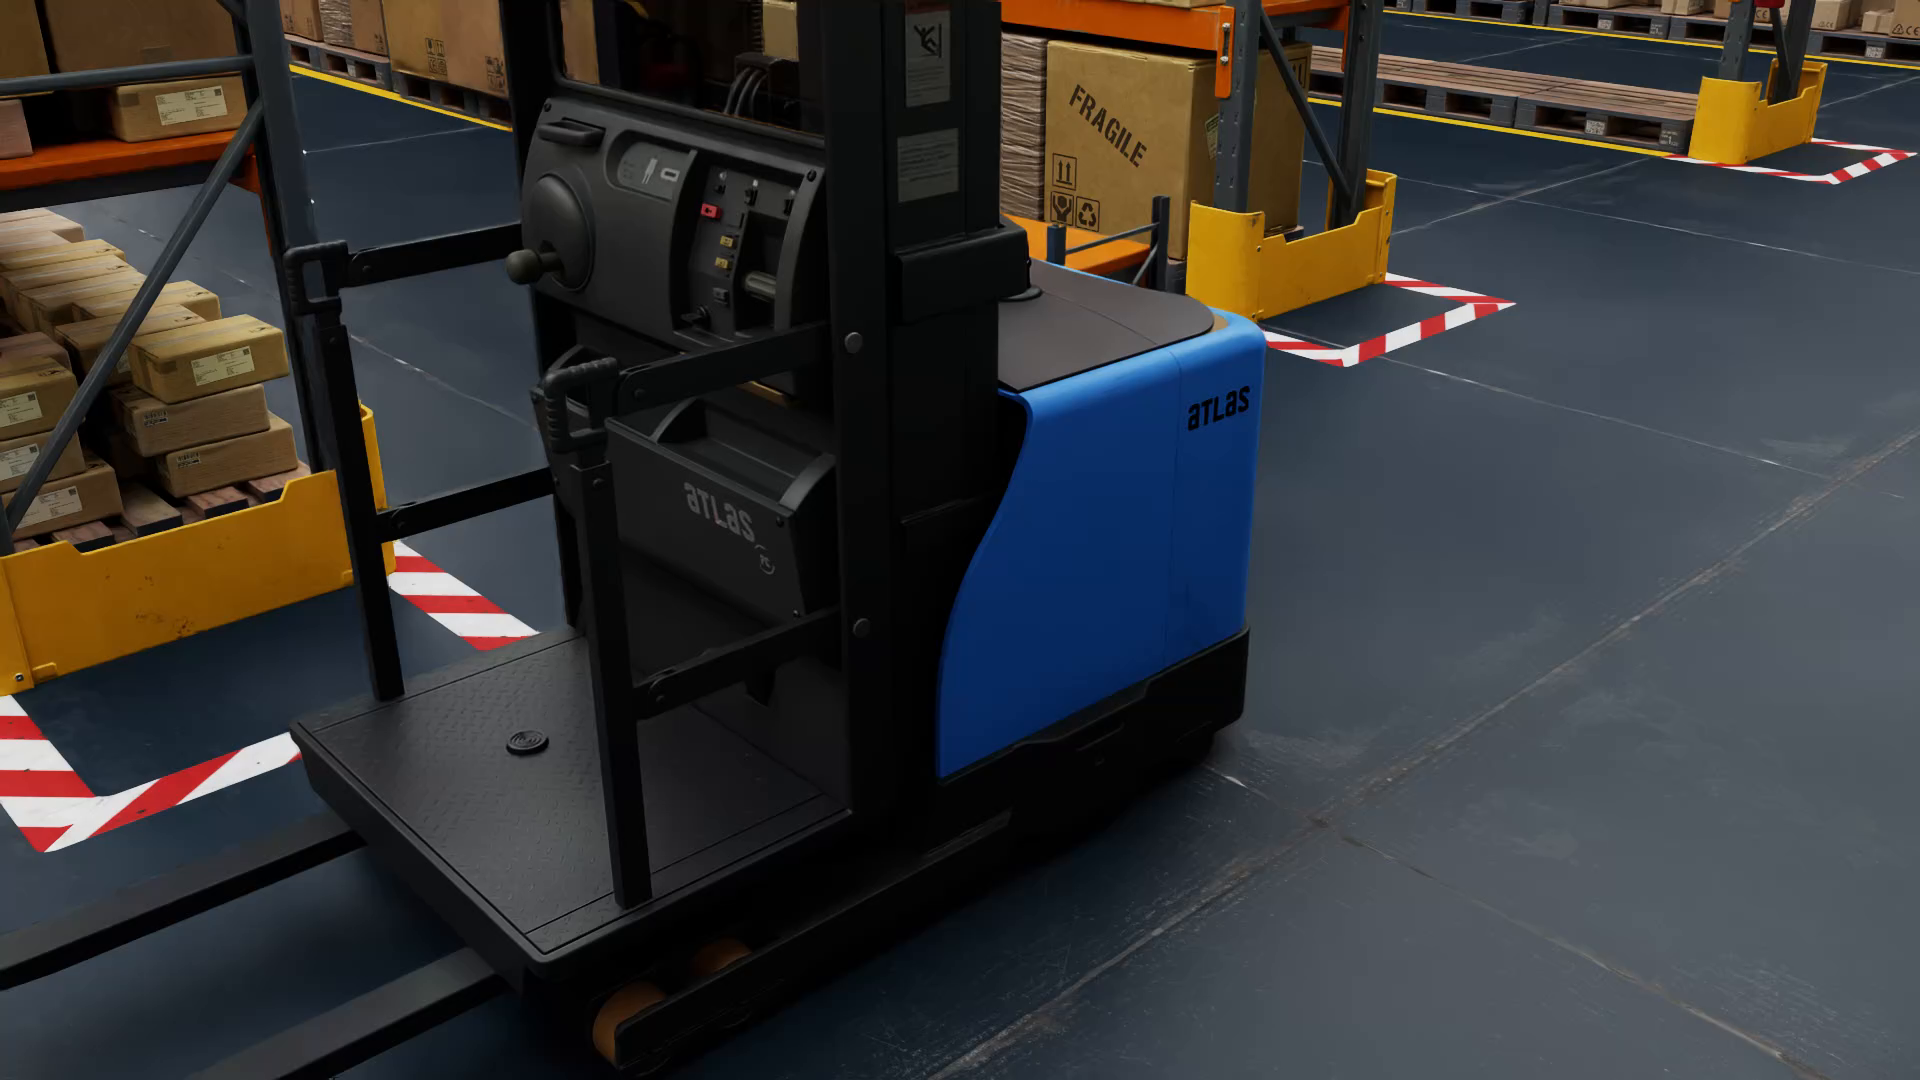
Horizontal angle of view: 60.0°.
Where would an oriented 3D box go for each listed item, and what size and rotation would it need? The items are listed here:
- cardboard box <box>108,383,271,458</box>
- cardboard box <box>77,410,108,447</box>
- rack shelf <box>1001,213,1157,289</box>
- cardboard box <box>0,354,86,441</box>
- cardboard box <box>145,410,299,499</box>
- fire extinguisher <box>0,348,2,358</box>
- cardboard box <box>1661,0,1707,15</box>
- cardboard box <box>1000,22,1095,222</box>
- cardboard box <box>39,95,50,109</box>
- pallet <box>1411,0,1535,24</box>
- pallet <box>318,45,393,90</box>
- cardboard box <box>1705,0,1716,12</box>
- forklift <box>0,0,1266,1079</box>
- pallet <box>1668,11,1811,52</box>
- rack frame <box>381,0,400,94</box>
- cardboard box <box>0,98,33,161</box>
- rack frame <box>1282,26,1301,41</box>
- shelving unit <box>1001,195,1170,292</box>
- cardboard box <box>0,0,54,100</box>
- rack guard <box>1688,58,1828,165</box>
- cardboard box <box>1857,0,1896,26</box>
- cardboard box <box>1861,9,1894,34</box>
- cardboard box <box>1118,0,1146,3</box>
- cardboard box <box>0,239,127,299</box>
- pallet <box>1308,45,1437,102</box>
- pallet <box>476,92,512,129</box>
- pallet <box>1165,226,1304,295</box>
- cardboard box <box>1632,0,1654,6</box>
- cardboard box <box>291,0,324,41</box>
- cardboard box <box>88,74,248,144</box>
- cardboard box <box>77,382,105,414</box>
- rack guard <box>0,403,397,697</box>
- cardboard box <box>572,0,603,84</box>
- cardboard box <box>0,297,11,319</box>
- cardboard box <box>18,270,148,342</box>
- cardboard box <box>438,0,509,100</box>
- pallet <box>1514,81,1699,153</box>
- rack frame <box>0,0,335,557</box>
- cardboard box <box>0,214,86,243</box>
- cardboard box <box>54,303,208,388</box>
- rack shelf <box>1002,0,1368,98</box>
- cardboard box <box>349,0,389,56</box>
[{"bbox_3d":[-2.348,-0.396,5.074,0.380,0.149,0.250,-20,31,-36],"label":"cardboard box"},{"bbox_3d":[-2.716,-0.408,5.459,0.380,0.149,0.250,-21,32,-38],"label":"cardboard box"},{"bbox_3d":[0.035,-0.787,4.914,1.000,0.278,0.538,21,32,38],"label":"rack shelf"},{"bbox_3d":[-2.725,-0.388,4.699,0.380,0.149,0.250,-21,32,-38],"label":"cardboard box"},{"bbox_3d":[-2.302,-0.278,5.175,0.380,0.149,0.250,-20,32,-37],"label":"cardboard box"},{"bbox_3d":[-2.342,-0.723,3.763,0.296,0.674,0.183,-21,32,-38],"label":"fire extinguisher"},{"bbox_3d":[6.739,-4.996,15.470,0.380,0.166,0.250,-21,32,-38],"label":"cardboard box"},{"bbox_3d":[0.394,-2.183,8.474,0.875,0.875,0.875,-21,32,-38],"label":"cardboard box"},{"bbox_3d":[-2.509,-1.374,4.950,0.380,0.149,0.250,-22,33,-40],"label":"cardboard box"},{"bbox_3d":[5.428,-5.499,17.050,1.003,0.211,1.213,-21,32,-38],"label":"pallet"},{"bbox_3d":[-4.489,-3.903,13.552,1.003,0.211,1.213,-21,32,-38],"label":"pallet"},{"bbox_3d":[7.121,-5.190,15.721,0.500,0.311,0.500,-21,32,-38],"label":"cardboard box"},{"bbox_3d":[-0.720,-0.588,3.007,3.031,2.935,1.130,-21,32,-38],"label":"forklift"},{"bbox_3d":[7.318,-4.685,15.266,1.003,0.211,1.213,-21,32,-38],"label":"pallet"},{"bbox_3d":[-3.956,-4.935,12.454,1.000,3.000,0.127,-21,32,-38],"label":"rack frame"},{"bbox_3d":[-2.607,-1.039,4.216,0.380,0.149,0.250,-21,32,-38],"label":"cardboard box"},{"bbox_3d":[2.393,-5.128,12.877,1.000,3.000,0.127,-21,32,-38],"label":"rack frame"},{"bbox_3d":[0.035,-0.520,5.036,1.048,1.125,0.538,21,32,38],"label":"shelving unit"},{"bbox_3d":[-2.673,-1.379,4.179,0.500,0.500,0.500,-20,32,-37],"label":"cardboard box"},{"bbox_3d":[5.153,-2.775,10.732,1.175,0.500,0.348,-21,32,-38],"label":"rack guard"},{"bbox_3d":[8.239,-4.666,14.647,0.500,0.250,0.500,-21,32,-38],"label":"cardboard box"},{"bbox_3d":[7.983,-4.475,14.328,0.380,0.166,0.250,-21,32,-38],"label":"cardboard box"},{"bbox_3d":[0.849,-2.490,7.396,0.380,0.149,0.250,-21,32,-38],"label":"cardboard box"},{"bbox_3d":[-3.202,-0.948,5.925,0.380,0.149,0.250,-21,32,-38],"label":"cardboard box"},{"bbox_3d":[2.924,-3.648,12.992,1.003,0.211,1.213,-21,32,-38],"label":"pallet"},{"bbox_3d":[-2.643,-3.037,11.652,1.003,0.211,1.213,-21,32,-38],"label":"pallet"},{"bbox_3d":[0.908,-1.463,8.202,1.003,0.211,1.213,-21,32,-38],"label":"pallet"},{"bbox_3d":[6.608,-5.503,16.180,0.500,0.500,0.500,-21,32,-38],"label":"cardboard box"},{"bbox_3d":[-5.210,-4.529,14.046,0.700,0.500,0.500,-18,30,-34],"label":"cardboard box"},{"bbox_3d":[-2.160,-1.212,4.595,0.380,0.149,0.250,-22,32,-39],"label":"cardboard box"},{"bbox_3d":[-2.726,-0.544,5.398,0.380,0.149,0.250,-21,32,-38],"label":"cardboard box"},{"bbox_3d":[-2.230,-0.021,4.693,1.175,0.500,0.348,-21,32,-38],"label":"rack guard"},{"bbox_3d":[-1.674,-3.136,10.564,1.225,0.875,0.875,-21,32,-38],"label":"cardboard box"},{"bbox_3d":[-3.289,-0.776,5.908,0.380,0.149,0.250,-19,31,-36],"label":"cardboard box"},{"bbox_3d":[-2.873,-0.768,5.532,0.250,0.149,0.380,22,32,39],"label":"cardboard box"},{"bbox_3d":[-2.896,-3.672,11.739,1.225,0.875,0.875,-21,32,-38],"label":"cardboard box"},{"bbox_3d":[4.592,-2.909,11.371,1.003,0.211,1.213,-21,32,-38],"label":"pallet"},{"bbox_3d":[-2.178,-1.135,4.123,1.000,3.000,0.127,-21,32,-38],"label":"rack frame"},{"bbox_3d":[-3.533,-1.103,6.266,0.250,0.149,0.380,22,33,40],"label":"cardboard box"},{"bbox_3d":[-2.564,-0.604,5.172,0.380,0.149,0.250,-21,32,-38],"label":"cardboard box"},{"bbox_3d":[0.145,-2.790,8.618,1.077,0.370,4.000,-21,32,-38],"label":"rack shelf"},{"bbox_3d":[-4.429,-4.195,13.314,0.500,0.500,0.700,22,32,39],"label":"cardboard box"}]
